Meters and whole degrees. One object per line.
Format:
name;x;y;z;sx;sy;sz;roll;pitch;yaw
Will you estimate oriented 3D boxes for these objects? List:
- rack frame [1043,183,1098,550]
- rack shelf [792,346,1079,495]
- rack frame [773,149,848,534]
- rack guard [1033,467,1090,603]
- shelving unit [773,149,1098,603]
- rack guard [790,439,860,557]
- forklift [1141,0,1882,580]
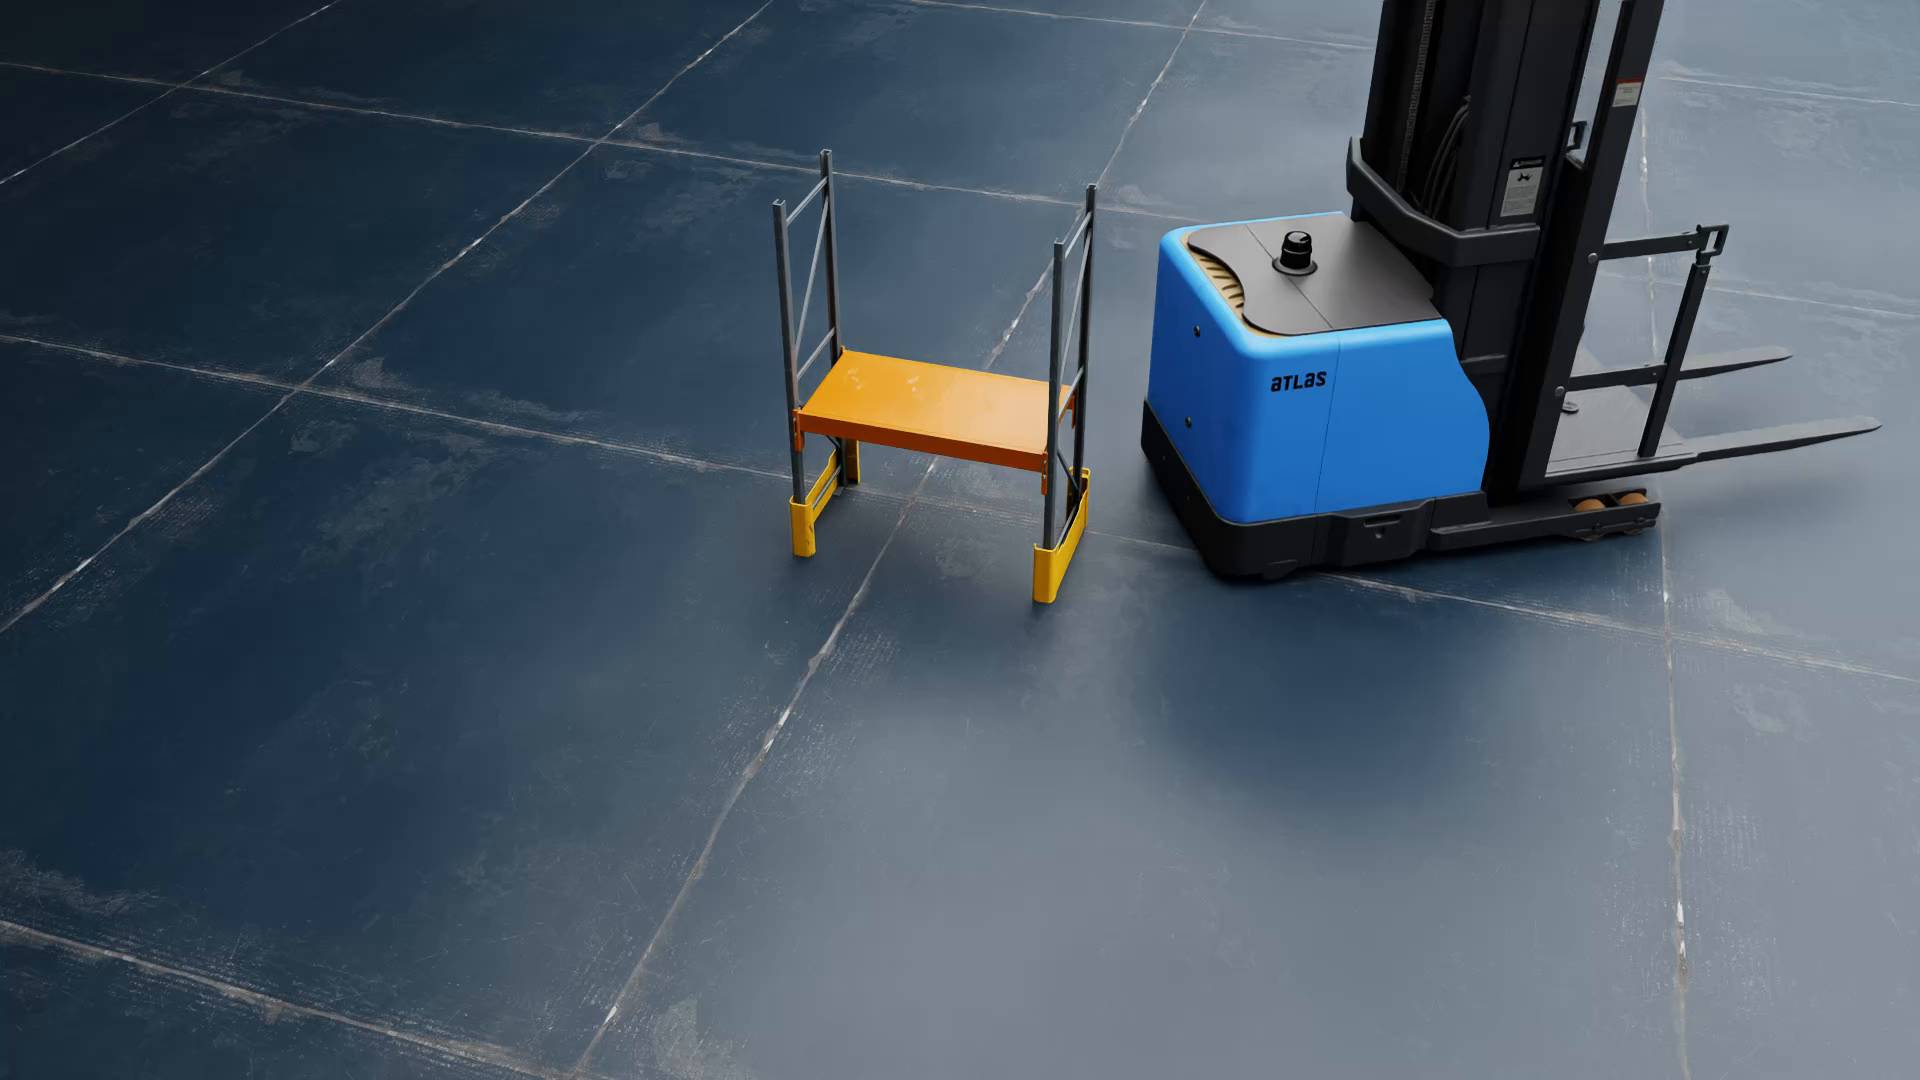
rack frame;0.404;-0.529;6.204;0.032;1.500;0.500;10;38;14
rack shelf;-0.081;-0.474;6.433;1.000;0.185;0.538;10;38;14
rack frame;-0.567;-0.709;6.448;0.032;1.500;0.500;10;38;14
rack guard;0.403;-0.026;6.575;0.087;0.250;0.587;10;38;14
shelving unit;-0.073;-0.618;6.324;1.083;1.500;0.587;10;38;14
rack guard;-0.548;-0.202;6.814;0.087;0.250;0.587;10;38;14
forklift;2.353;-1.476;6.283;3.031;2.935;1.130;-8;37;-10
